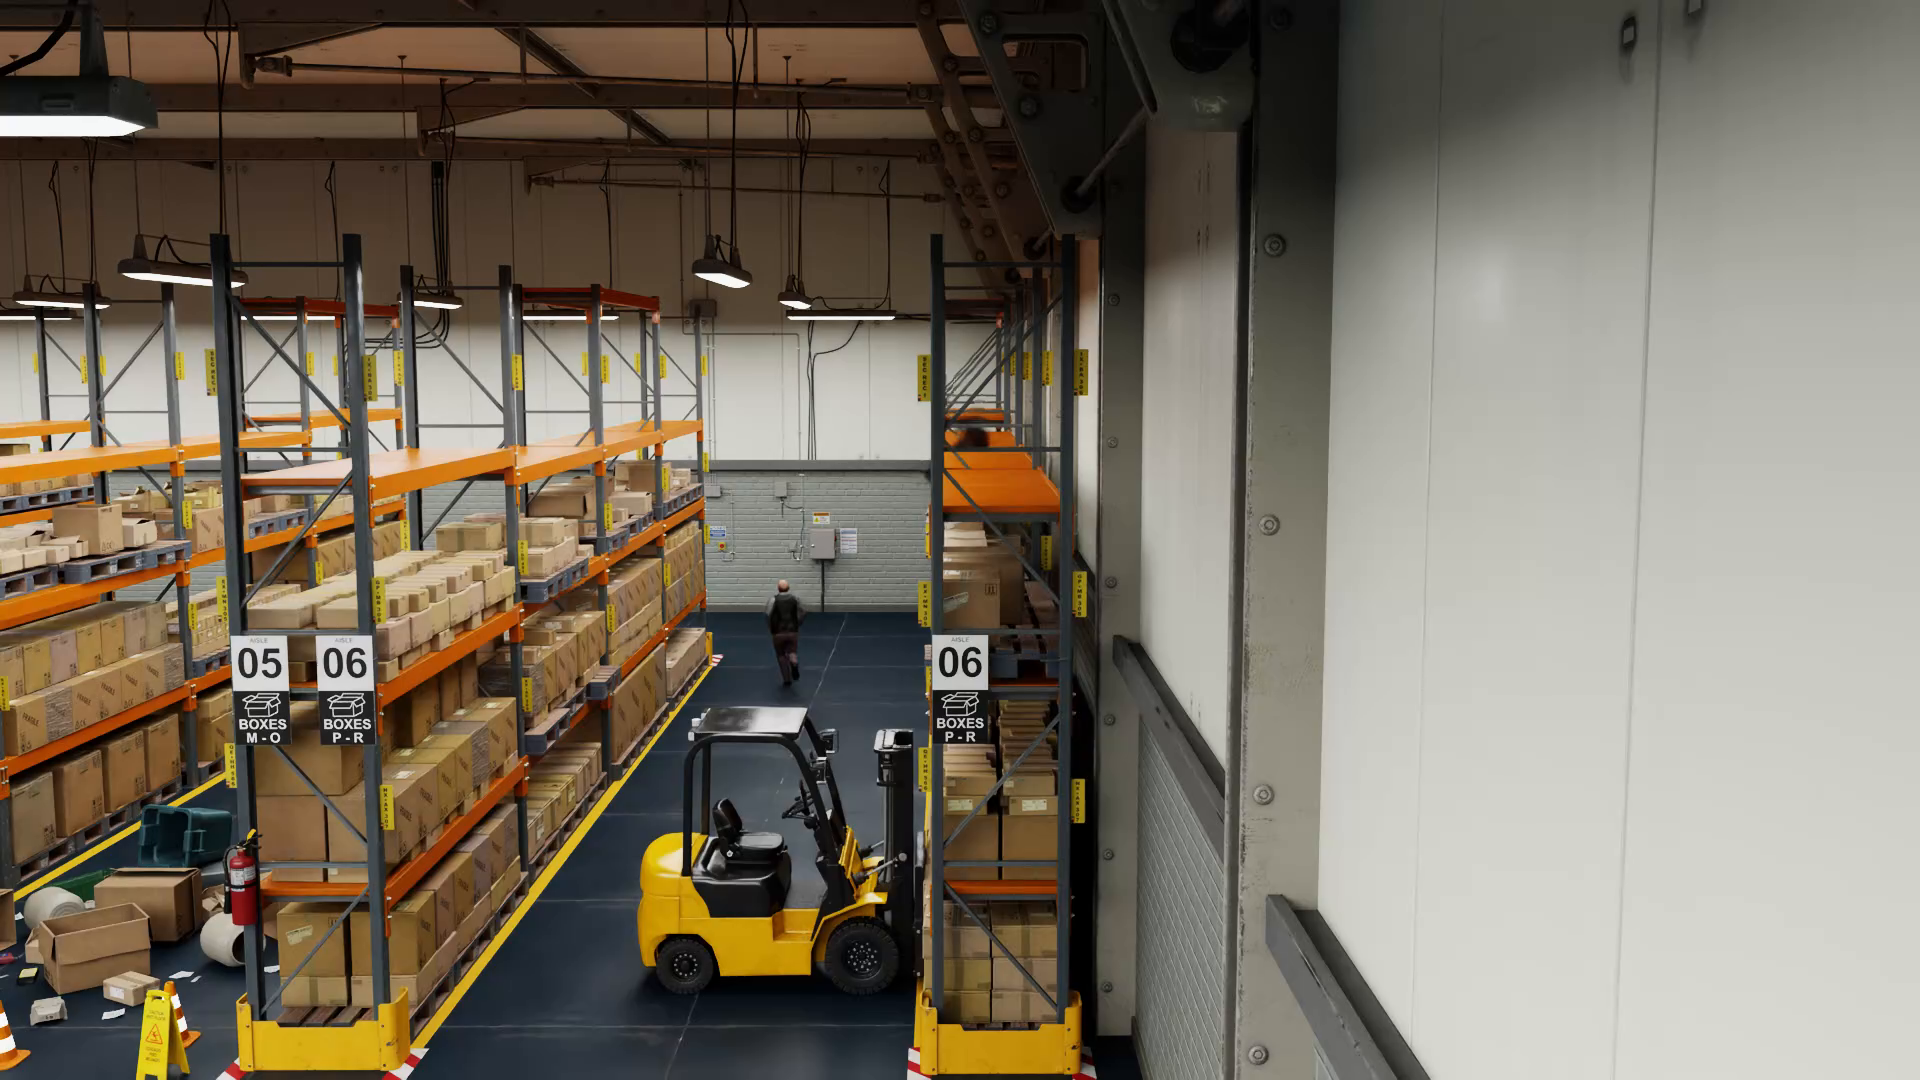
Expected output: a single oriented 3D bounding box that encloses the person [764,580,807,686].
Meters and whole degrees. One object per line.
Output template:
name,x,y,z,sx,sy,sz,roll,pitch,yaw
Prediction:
person,-2.726,1.474,25.983,0.681,1.694,0.674,-2,7,-19
